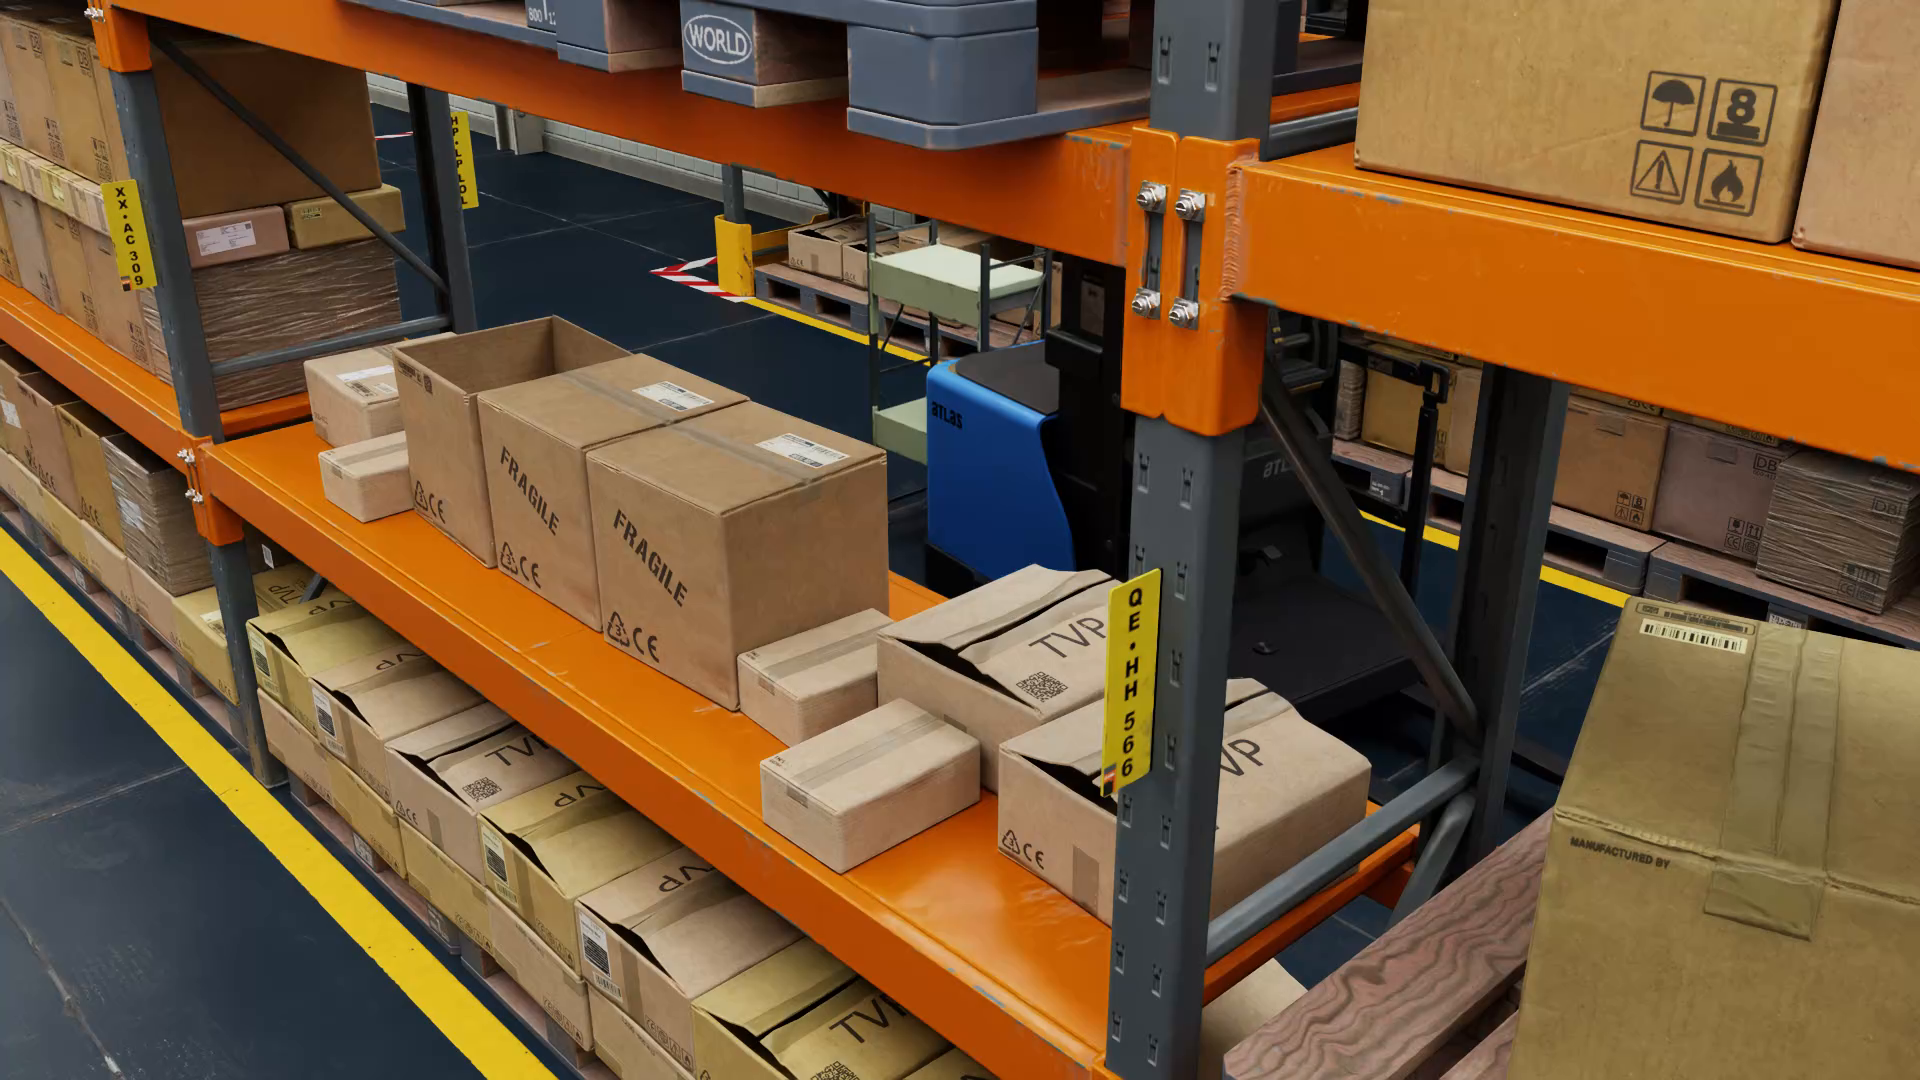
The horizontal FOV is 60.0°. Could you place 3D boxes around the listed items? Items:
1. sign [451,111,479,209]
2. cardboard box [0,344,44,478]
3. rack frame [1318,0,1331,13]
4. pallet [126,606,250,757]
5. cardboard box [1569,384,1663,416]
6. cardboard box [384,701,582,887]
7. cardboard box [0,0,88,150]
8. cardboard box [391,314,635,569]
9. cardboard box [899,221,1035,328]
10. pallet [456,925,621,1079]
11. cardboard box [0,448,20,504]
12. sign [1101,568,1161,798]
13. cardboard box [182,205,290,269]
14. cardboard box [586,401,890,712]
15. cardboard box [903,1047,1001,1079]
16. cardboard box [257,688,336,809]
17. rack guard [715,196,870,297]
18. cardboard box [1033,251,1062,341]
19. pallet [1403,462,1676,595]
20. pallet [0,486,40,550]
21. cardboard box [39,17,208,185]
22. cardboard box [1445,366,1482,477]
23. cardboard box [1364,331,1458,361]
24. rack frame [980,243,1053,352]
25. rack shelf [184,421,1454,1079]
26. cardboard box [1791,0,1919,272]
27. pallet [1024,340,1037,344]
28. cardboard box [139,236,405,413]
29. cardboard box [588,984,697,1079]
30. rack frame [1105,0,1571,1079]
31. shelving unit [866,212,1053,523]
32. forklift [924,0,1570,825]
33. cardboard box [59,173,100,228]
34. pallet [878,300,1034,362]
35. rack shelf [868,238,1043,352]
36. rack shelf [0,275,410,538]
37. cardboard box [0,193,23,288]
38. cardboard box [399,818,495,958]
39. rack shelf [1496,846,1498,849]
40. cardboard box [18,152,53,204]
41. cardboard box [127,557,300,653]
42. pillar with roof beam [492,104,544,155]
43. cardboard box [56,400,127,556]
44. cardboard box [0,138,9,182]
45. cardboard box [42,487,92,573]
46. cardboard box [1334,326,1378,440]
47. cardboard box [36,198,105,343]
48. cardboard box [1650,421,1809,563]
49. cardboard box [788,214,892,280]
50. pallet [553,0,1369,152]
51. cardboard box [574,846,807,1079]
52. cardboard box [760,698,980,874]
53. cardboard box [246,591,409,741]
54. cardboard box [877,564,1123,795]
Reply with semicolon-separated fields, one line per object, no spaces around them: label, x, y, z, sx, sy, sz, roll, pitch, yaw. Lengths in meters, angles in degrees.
sign;-1.706;-1.291;5.665;0.100;0.325;0.005;-21;32;-38
cardboard box;-3.931;-0.612;7.380;0.500;0.500;0.500;-21;32;-38
rack frame;1.518;-2.049;8.628;1.000;3.000;0.127;-21;32;-38
pallet;-2.608;0.373;6.678;1.003;0.211;1.213;-21;32;-38
cardboard box;3.023;-0.790;7.445;0.500;0.250;0.500;-21;32;-39
cardboard box;-1.302;0.667;4.805;0.500;0.311;0.500;23;33;40
cardboard box;-3.432;-1.867;6.546;0.700;0.500;0.500;-21;32;-38
cardboard box;-1.222;-0.292;4.655;0.500;0.500;0.500;-19;30;-35
cardboard box;0.046;-1.680;10.300;0.500;0.500;0.700;21;32;39
pallet;-0.725;1.208;4.849;1.003;0.211;1.213;-21;32;-38
cardboard box;-4.281;-0.419;7.861;0.500;0.250;0.500;-21;32;-38
sign;0.236;0.201;2.301;0.100;0.325;0.005;-21;32;-38
cardboard box;-2.438;-1.005;5.437;0.380;0.149;0.250;-21;32;-38
cardboard box;-0.520;0.020;3.972;0.500;0.500;0.500;22;32;39
cardboard box;0.101;1.285;3.451;0.500;0.311;0.500;-20;31;-37
cardboard box;-2.001;0.609;5.607;0.500;0.250;0.500;-22;33;-40
rack guard;-1.164;-2.101;11.753;1.175;0.500;0.348;-21;32;-38
cardboard box;0.779;-1.415;9.720;0.500;0.500;0.500;21;32;38
pallet;2.889;-0.176;7.880;1.003;0.211;1.213;-21;32;-38
pallet;-4.276;-0.366;8.299;1.003;0.211;1.213;-21;32;-38
cardboard box;-2.750;-1.564;5.881;0.700;0.500;0.500;-21;32;-39
cardboard box;2.742;-0.586;7.901;0.700;0.500;0.500;-21;32;-38
cardboard box;2.337;-1.103;8.131;0.500;0.250;0.500;-22;33;-39
rack frame;0.238;-0.576;7.206;0.400;1.500;0.023;-21;32;-38
rack shelf;-0.728;0.290;4.367;1.077;0.370;4.000;-21;32;-38
cardboard box;1.310;-0.564;1.638;0.910;0.500;0.500;-21;32;-38
pallet;1.033;-0.974;9.631;1.003;0.211;1.213;-21;32;-38
cardboard box;-2.403;-0.821;5.815;0.700;0.500;0.500;-22;33;-40
cardboard box;-0.596;1.230;4.246;0.500;0.250;0.500;-20;31;-37
rack frame;0.641;0.568;2.891;0.949;2.616;0.053;-21;32;-38
shelving unit;-0.009;-0.688;7.452;0.431;1.500;0.755;-21;32;-38
forklift;1.105;-0.681;5.712;1.130;2.935;3.031;-16;29;-32
cardboard box;-2.966;-1.239;5.949;0.380;0.149;0.250;-21;32;-39
pallet;0.195;-1.344;10.442;1.003;0.211;1.213;-21;32;-38
rack shelf;-0.009;-1.043;7.290;0.431;0.370;0.720;-21;32;-38
rack shelf;-3.462;-0.922;7.023;1.077;0.370;4.000;-21;32;-38
cardboard box;-3.822;-1.445;7.184;0.700;0.500;0.500;-21;32;-38
cardboard box;-1.296;0.921;4.924;0.500;0.250;0.500;-22;33;-40
rack shelf;2.006;1.502;1.710;1.077;0.370;4.000;-21;32;-38
cardboard box;-3.304;-1.390;6.282;0.380;0.149;0.250;-20;31;-37
cardboard box;-2.906;0.184;6.539;0.500;0.250;0.500;-21;32;-38
pillar with roof beam;-7.350;-6.621;11.420;9.100;9.000;0.400;-21;32;-38
cardboard box;-3.250;-0.308;6.714;0.500;0.500;0.500;-21;32;-38
cardboard box;-3.668;-1.550;6.631;0.380;0.149;0.250;-21;32;-38
cardboard box;-3.601;-0.114;7.194;0.500;0.250;0.500;-21;32;-38
cardboard box;2.033;-0.894;8.577;0.700;0.500;0.500;-20;31;-37
cardboard box;-3.109;-1.132;6.497;0.700;0.500;0.500;-21;32;-38
cardboard box;3.455;-0.293;7.260;0.700;0.500;0.500;-21;32;-39
cardboard box;-0.809;-2.003;11.236;0.500;0.311;0.500;19;31;36
pallet;0.109;-0.890;2.701;1.213;0.211;1.003;-19;31;-36
cardboard box;-0.602;0.975;4.129;0.500;0.311;0.500;-21;32;-39
cardboard box;-0.178;0.489;3.367;0.380;0.149;0.250;-21;32;-38
cardboard box;-1.995;0.358;5.483;0.500;0.311;0.500;-21;32;-38
cardboard box;0.169;0.284;3.622;0.500;0.311;0.500;-22;32;-39
